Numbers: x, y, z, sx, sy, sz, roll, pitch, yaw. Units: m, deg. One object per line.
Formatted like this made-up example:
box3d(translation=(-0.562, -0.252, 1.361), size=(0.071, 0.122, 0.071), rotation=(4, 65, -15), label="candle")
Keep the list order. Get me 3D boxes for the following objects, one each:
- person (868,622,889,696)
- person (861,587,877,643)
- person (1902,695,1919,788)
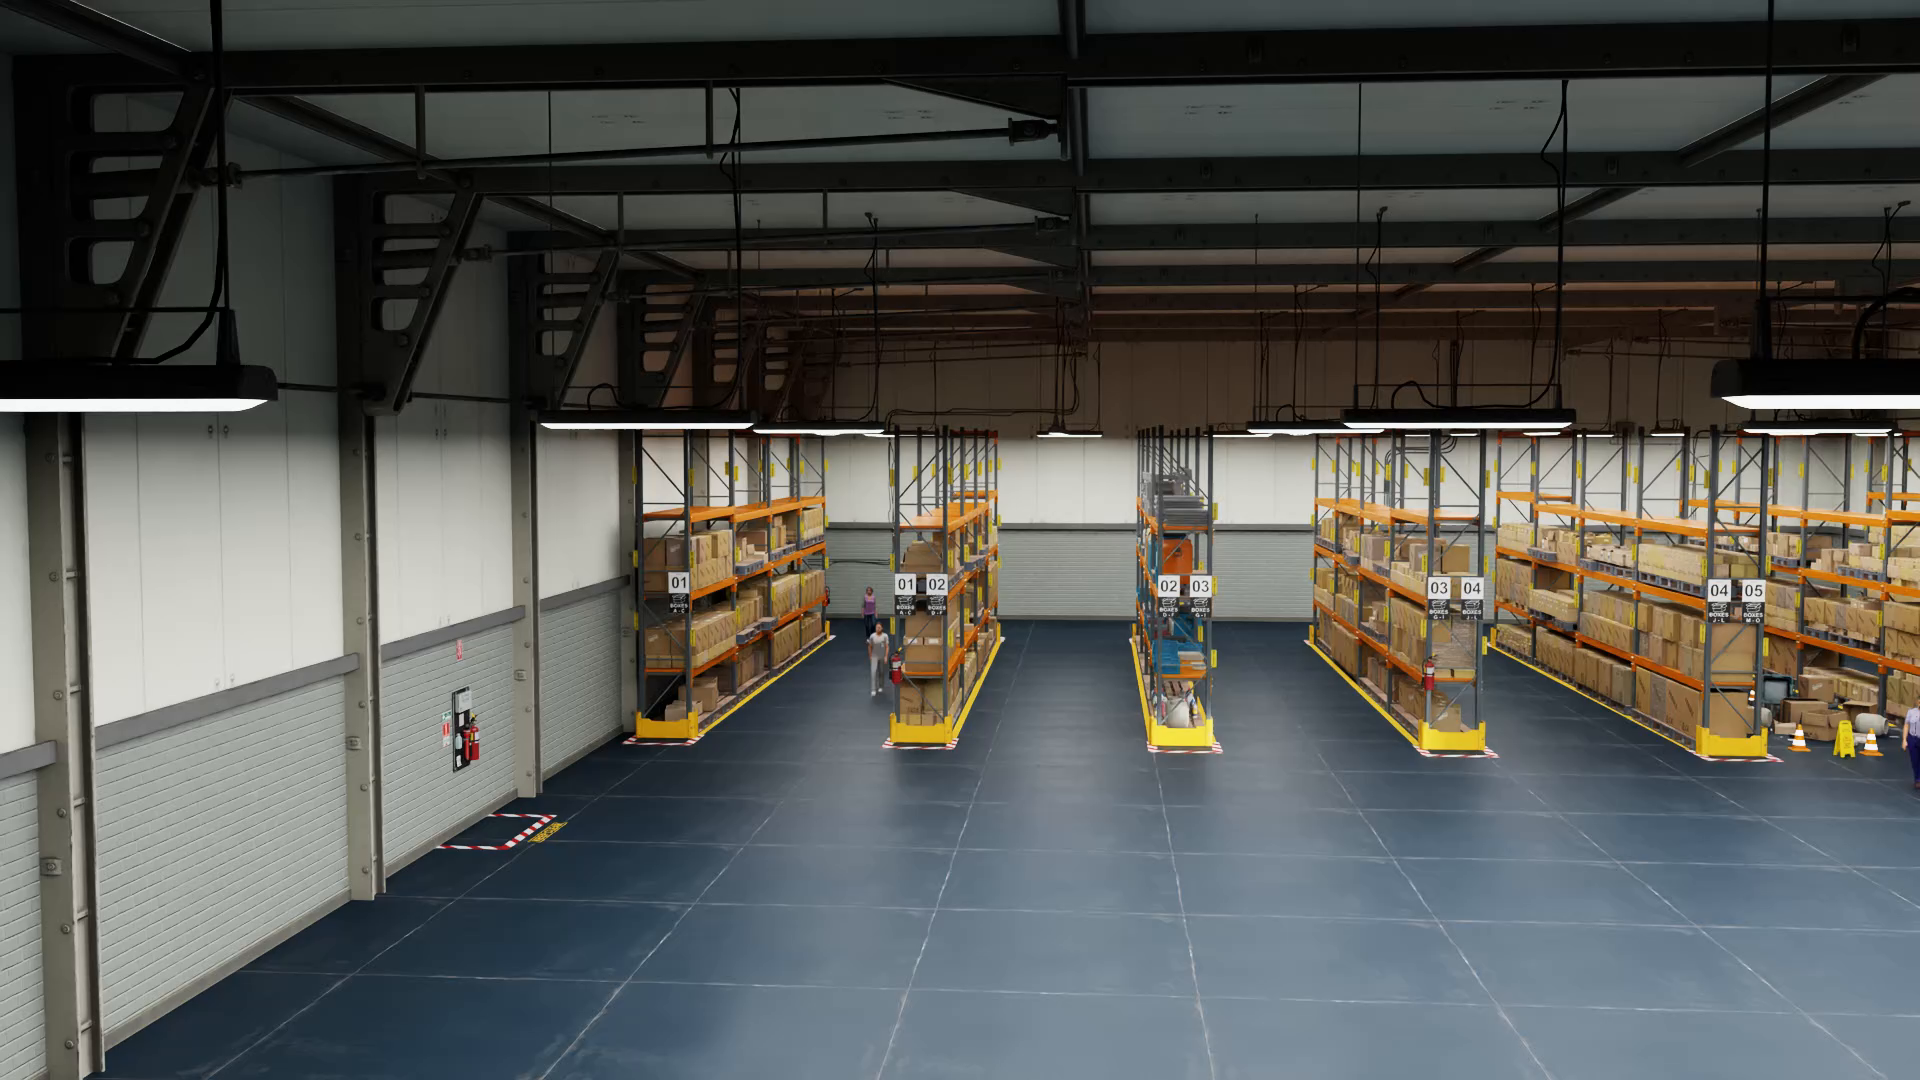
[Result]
box3d(translation=(-1.812, 2.646, 37.289), size=(0.458, 1.623, 0.963), rotation=(-1, 3, -10), label="person")
box3d(translation=(-2.552, 2.114, 46.680), size=(0.451, 1.614, 0.460), rotation=(0, 3, 1), label="person")
box3d(translation=(15.560, 3.297, 26.947), size=(0.505, 1.574, 1.060), rotation=(3, 5, 42), label="person")
